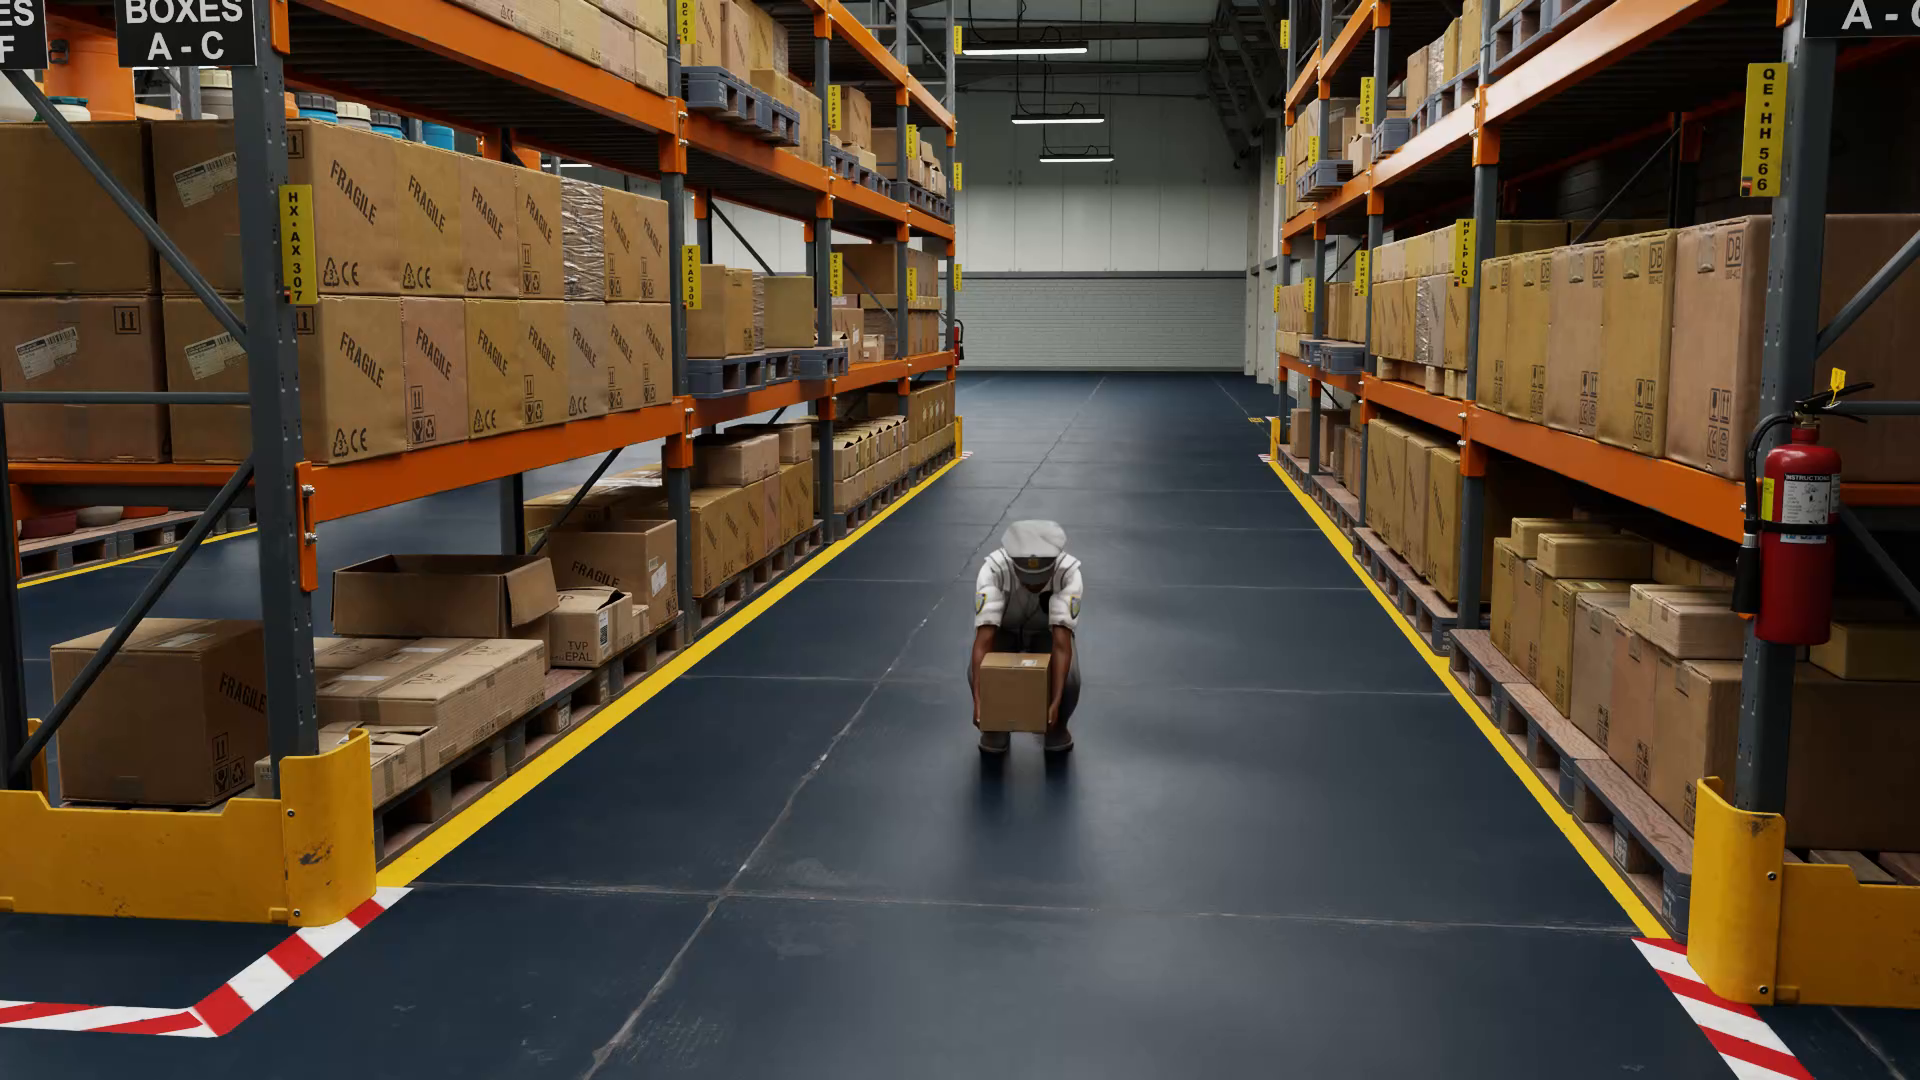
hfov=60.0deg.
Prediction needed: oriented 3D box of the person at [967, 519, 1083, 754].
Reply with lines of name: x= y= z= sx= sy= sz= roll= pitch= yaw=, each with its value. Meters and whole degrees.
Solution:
person: x=0.261 y=0.380 z=6.620 sx=0.453 sy=0.975 sz=0.869 roll=1 pitch=8 yaw=5
